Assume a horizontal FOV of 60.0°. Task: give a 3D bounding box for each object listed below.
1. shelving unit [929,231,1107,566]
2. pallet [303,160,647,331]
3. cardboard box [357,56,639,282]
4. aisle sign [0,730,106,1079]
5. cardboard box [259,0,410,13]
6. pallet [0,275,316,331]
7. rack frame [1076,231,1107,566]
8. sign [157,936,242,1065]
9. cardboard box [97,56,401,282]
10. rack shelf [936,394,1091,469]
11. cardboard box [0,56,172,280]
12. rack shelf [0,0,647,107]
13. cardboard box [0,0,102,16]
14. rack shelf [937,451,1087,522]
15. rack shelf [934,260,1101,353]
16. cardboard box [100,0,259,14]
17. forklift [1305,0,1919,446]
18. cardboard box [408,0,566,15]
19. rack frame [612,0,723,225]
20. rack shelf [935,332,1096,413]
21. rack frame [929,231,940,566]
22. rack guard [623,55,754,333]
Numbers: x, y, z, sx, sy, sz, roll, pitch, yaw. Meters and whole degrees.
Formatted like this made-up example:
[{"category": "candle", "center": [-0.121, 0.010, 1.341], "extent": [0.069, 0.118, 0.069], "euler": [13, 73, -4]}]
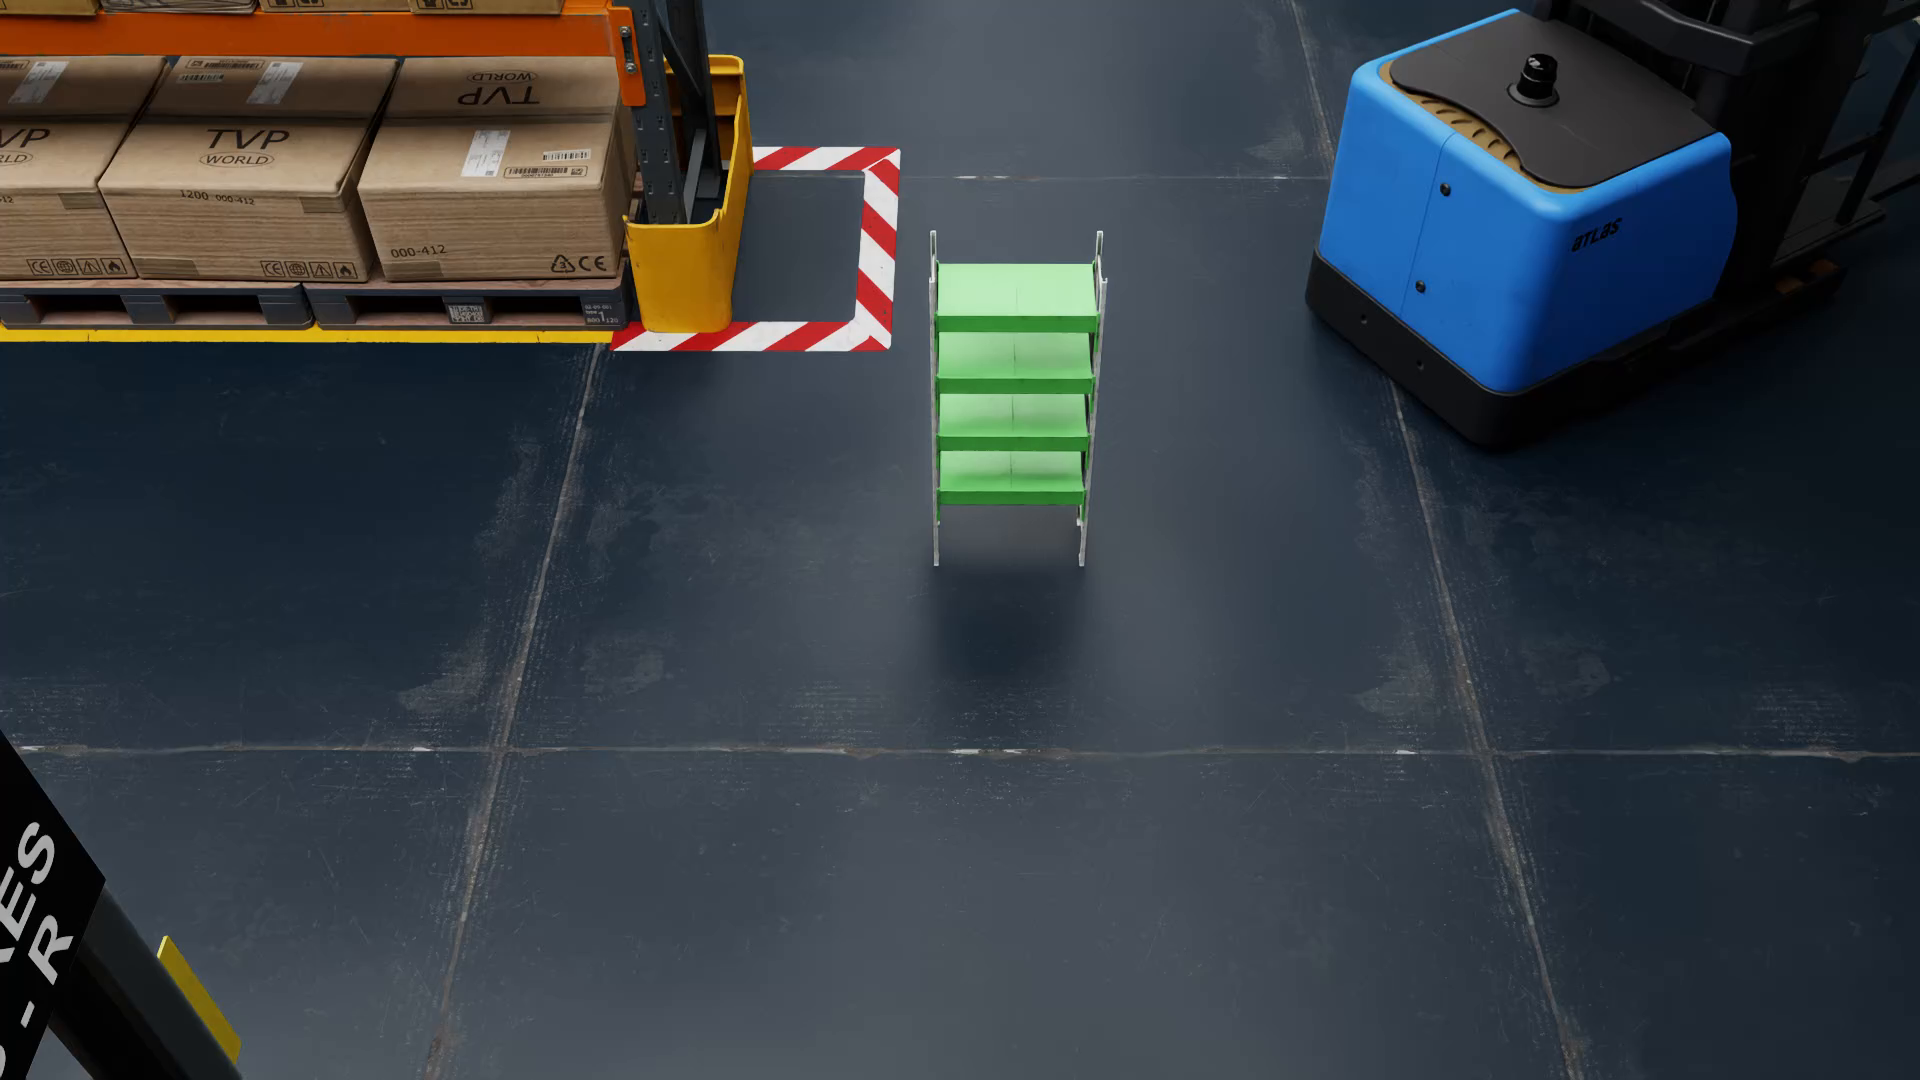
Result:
[{"category": "shelving unit", "center": [0.166, -0.408, 5.228], "extent": [0.503, 1.200, 0.258], "euler": [0, 47, 0]}, {"category": "pallet", "center": [-1.884, -1.243, 6.681], "extent": [1.213, 0.211, 1.003], "euler": [0, 47, 0]}, {"category": "cardboard box", "center": [-1.744, -1.447, 6.429], "extent": [0.875, 0.438, 0.875], "euler": [-1, 47, -1]}, {"category": "aisle sign", "center": [-1.029, 0.284, 1.578], "extent": [0.004, 0.787, 0.394], "euler": [0, 47, 0]}, {"category": "cardboard box", "center": [-2.069, -2.103, 5.507], "extent": [0.500, 0.500, 0.500], "euler": [-1, 47, -1]}, {"category": "pallet", "center": [-3.101, -1.249, 6.686], "extent": [1.213, 0.211, 1.003], "euler": [0, 47, 0]}, {"category": "rack frame", "center": [0.410, -0.408, 5.228], "extent": [0.015, 1.200, 0.240], "euler": [0, 47, 0]}, {"category": "sign", "center": [-1.097, 0.693, 2.382], "extent": [0.005, 0.325, 0.100], "euler": [0, 47, 0]}, {"category": "cardboard box", "center": [-2.660, -1.444, 6.426], "extent": [0.875, 0.438, 0.875], "euler": [1, 47, 1]}, {"category": "rack shelf", "center": [0.166, -0.365, 5.275], "extent": [0.480, 0.148, 0.258], "euler": [0, 47, 0]}, {"category": "cardboard box", "center": [-3.561, -1.447, 6.429], "extent": [0.875, 0.438, 0.875], "euler": [-1, 47, -1]}, {"category": "rack shelf", "center": [-3.084, -2.009, 5.980], "extent": [4.000, 0.370, 1.077], "euler": [0, 47, 0]}, {"category": "cardboard box", "center": [-3.100, -2.089, 5.494], "extent": [0.500, 0.500, 0.500], "euler": [1, 47, 1]}, {"category": "rack shelf", "center": [0.166, -0.201, 5.451], "extent": [0.480, 0.148, 0.258], "euler": [0, 47, 0]}, {"category": "rack shelf", "center": [0.166, -0.692, 4.924], "extent": [0.480, 0.148, 0.258], "euler": [0, 47, 0]}, {"category": "cardboard box", "center": [-2.584, -2.097, 5.502], "extent": [0.500, 0.500, 0.500], "euler": [1, 47, 1]}, {"category": "forklift", "center": [2.858, -2.164, 5.679], "extent": [3.031, 2.935, 1.130], "euler": [-25, 52, -21]}, {"category": "cardboard box", "center": [-1.567, -2.090, 5.496], "extent": [0.500, 0.500, 0.500], "euler": [0, 47, 0]}, {"category": "rack frame", "center": [-1.084, -2.248, 5.711], "extent": [0.127, 3.000, 1.000], "euler": [0, 47, 0]}, {"category": "rack shelf", "center": [0.166, -0.528, 5.099], "extent": [0.480, 0.148, 0.258], "euler": [0, 47, 0]}, {"category": "rack frame", "center": [-0.078, -0.409, 5.229], "extent": [0.015, 1.200, 0.240], "euler": [0, 47, 0]}, {"category": "rack guard", "center": [-1.060, -1.397, 6.626], "extent": [0.348, 0.500, 1.175], "euler": [0, 47, 0]}]
